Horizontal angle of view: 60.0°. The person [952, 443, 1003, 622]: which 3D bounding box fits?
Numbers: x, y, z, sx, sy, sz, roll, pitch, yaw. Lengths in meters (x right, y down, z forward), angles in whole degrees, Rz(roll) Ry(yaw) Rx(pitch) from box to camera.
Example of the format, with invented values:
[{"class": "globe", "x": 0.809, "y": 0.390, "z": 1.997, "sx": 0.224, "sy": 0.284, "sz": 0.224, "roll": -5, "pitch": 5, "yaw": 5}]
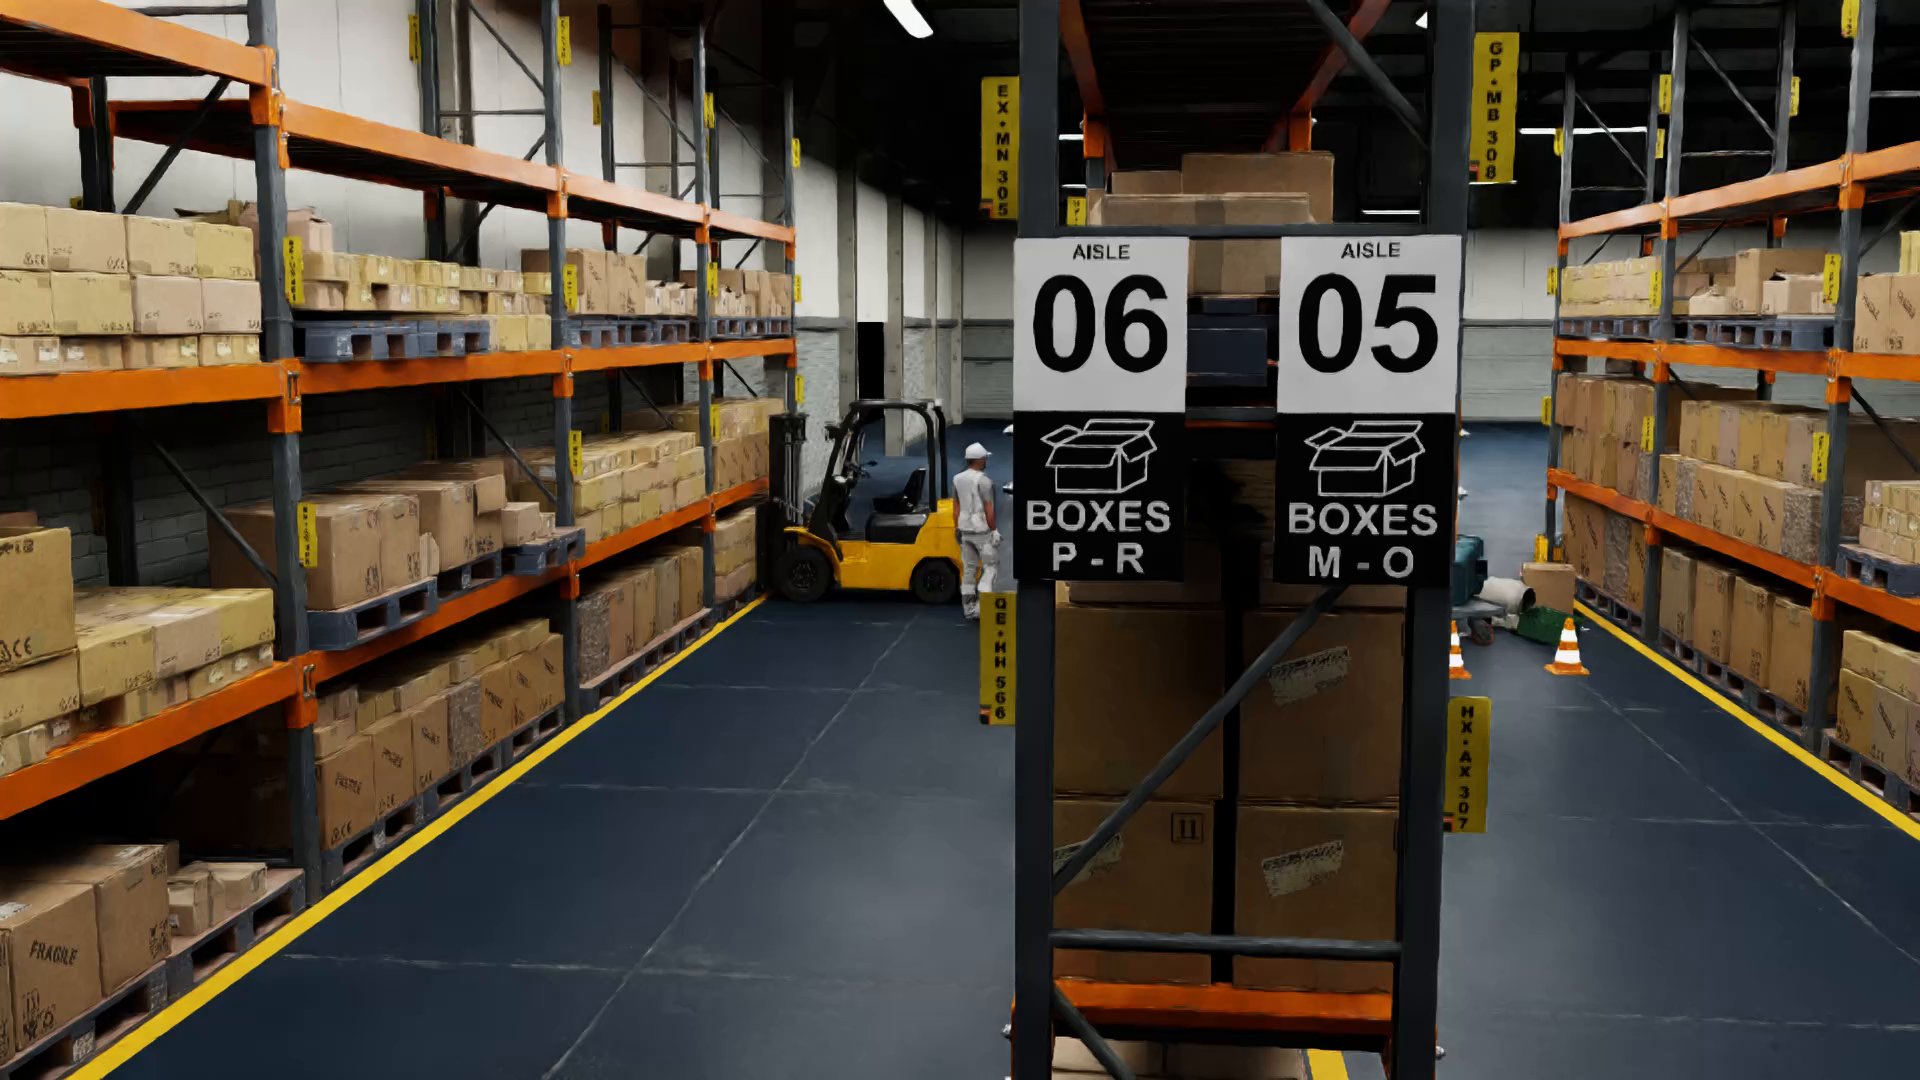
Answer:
[{"class": "person", "x": 0.165, "y": -0.073, "z": 16.727, "sx": 0.464, "sy": 1.812, "sz": 0.579, "roll": -6, "pitch": 10, "yaw": -41}]
